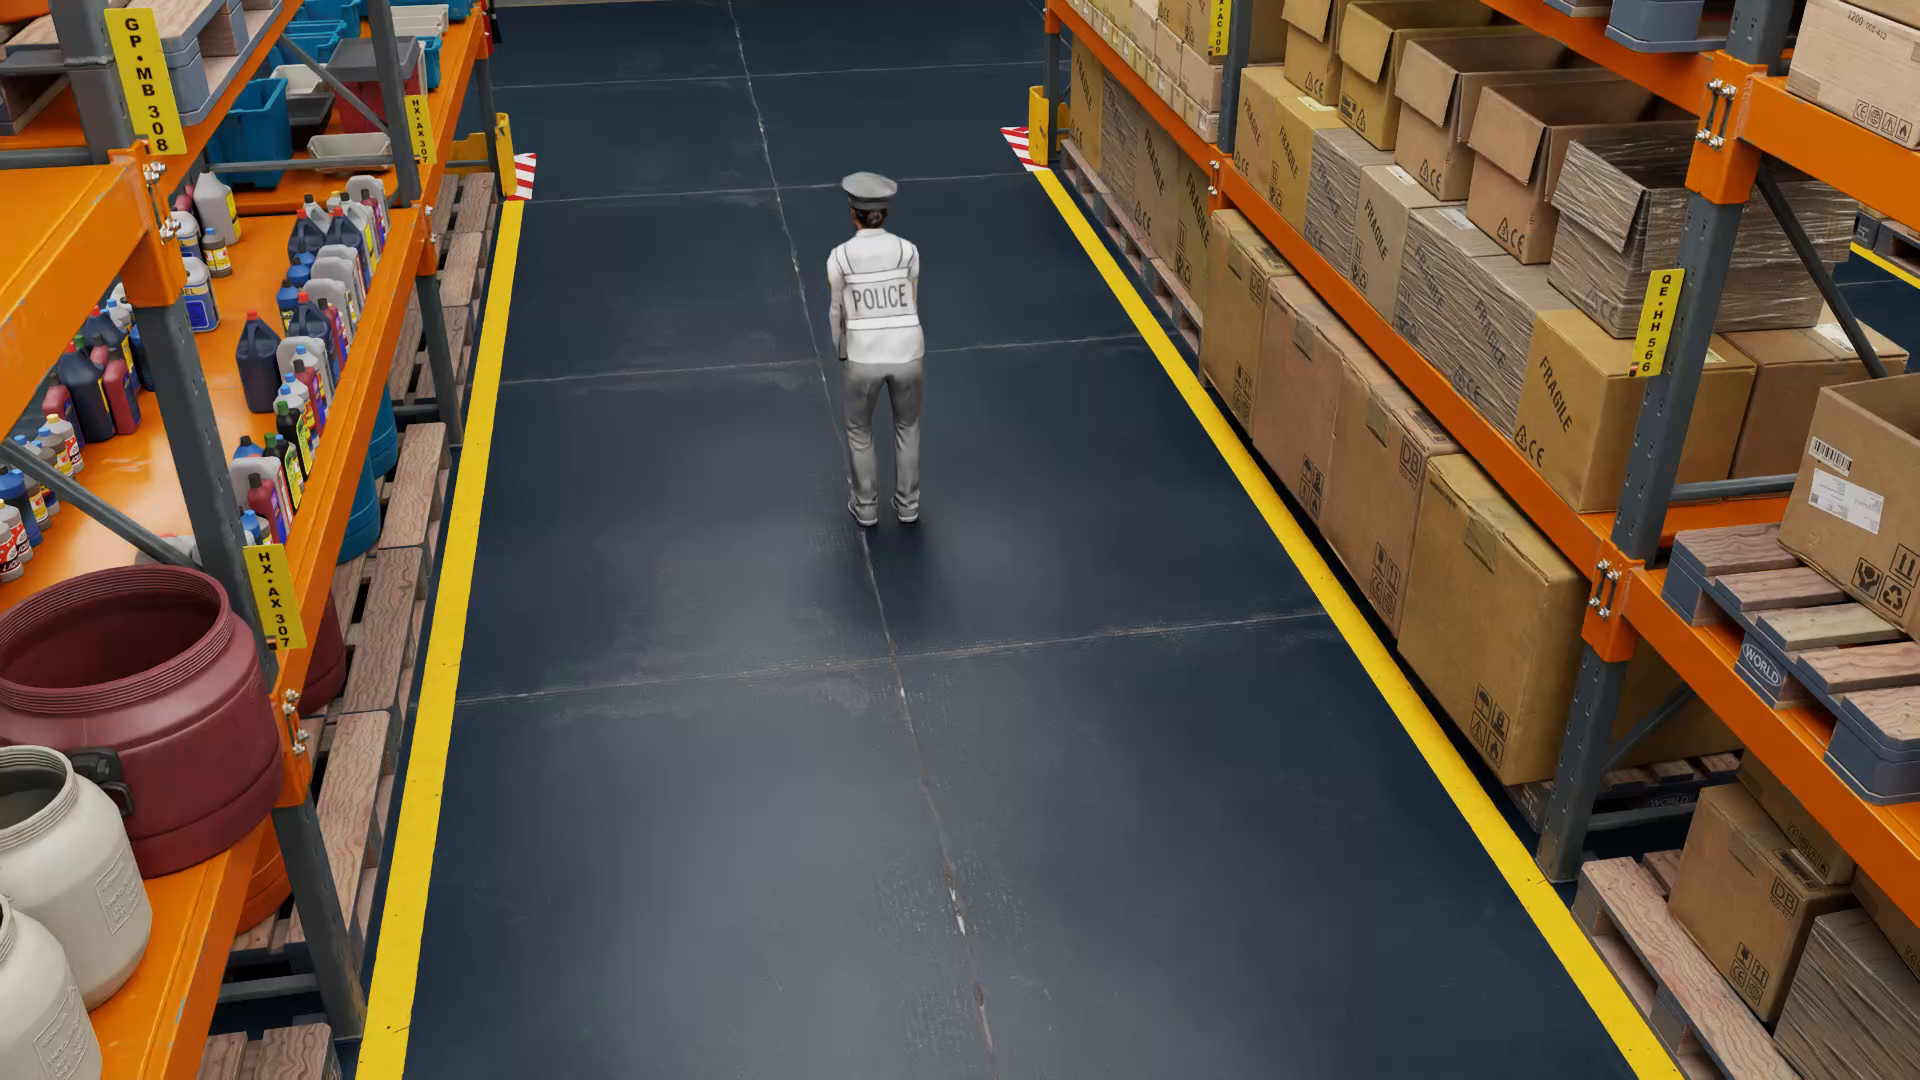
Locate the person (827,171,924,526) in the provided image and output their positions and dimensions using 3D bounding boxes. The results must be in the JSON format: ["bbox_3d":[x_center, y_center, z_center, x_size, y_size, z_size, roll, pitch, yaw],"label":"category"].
[{"bbox_3d":[-0.381,-0.834,7.567,0.413,1.632,0.555,-6,31,-10],"label":"person"}]
